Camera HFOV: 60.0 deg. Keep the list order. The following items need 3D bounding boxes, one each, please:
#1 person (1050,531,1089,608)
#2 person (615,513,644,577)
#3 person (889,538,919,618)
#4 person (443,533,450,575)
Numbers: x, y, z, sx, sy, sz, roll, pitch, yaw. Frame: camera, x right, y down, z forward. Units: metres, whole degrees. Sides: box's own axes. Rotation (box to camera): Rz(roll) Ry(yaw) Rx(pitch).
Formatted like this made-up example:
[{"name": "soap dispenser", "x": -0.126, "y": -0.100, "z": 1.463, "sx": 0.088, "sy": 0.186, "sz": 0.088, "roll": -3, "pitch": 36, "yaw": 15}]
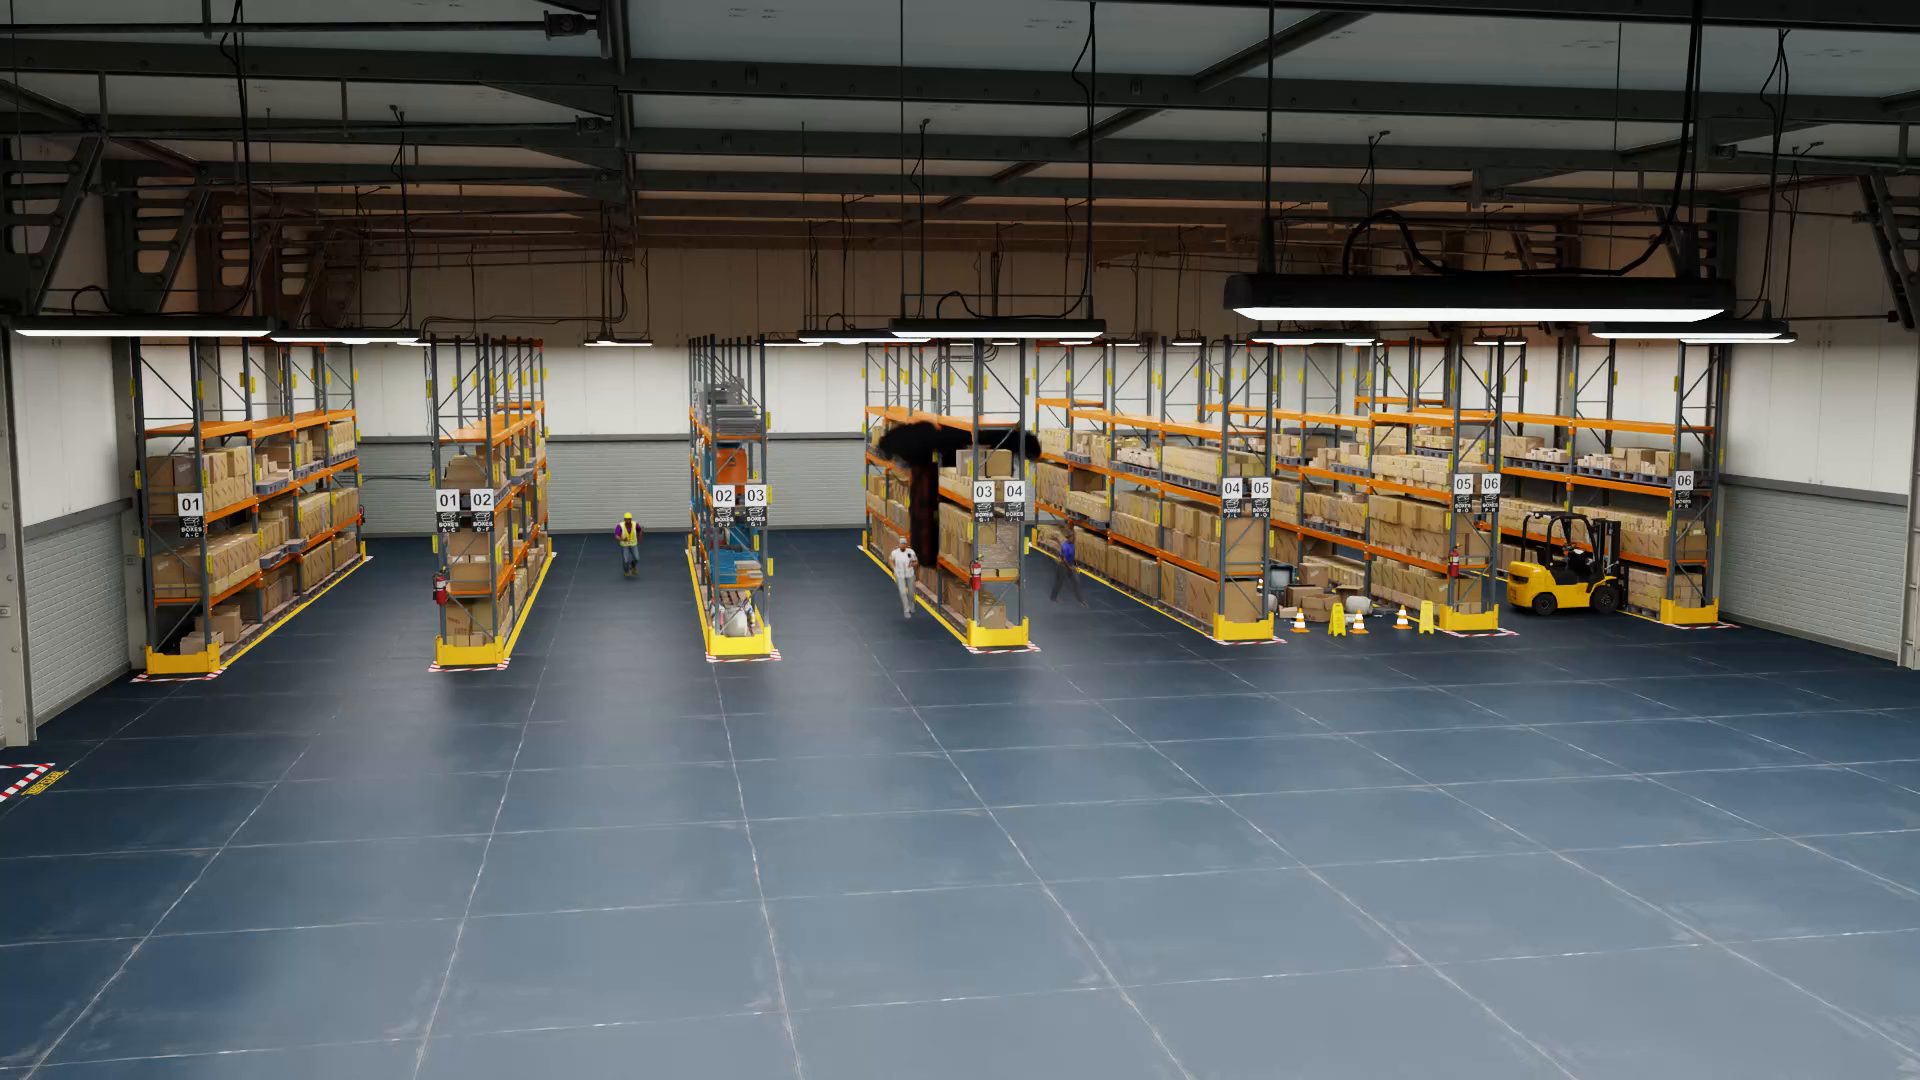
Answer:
[{"name": "person", "x": 2.324, "y": 0.631, "z": 36.110, "sx": 0.852, "sy": 1.672, "sz": 0.549, "roll": 7, "pitch": 9, "yaw": 45}, {"name": "person", "x": -8.285, "y": 0.129, "z": 41.707, "sx": 0.725, "sy": 1.653, "sz": 0.831, "roll": -2, "pitch": 7, "yaw": -20}, {"name": "person", "x": -1.155, "y": 0.758, "z": 34.480, "sx": 0.597, "sy": 1.627, "sz": 0.880, "roll": -1, "pitch": 7, "yaw": -9}, {"name": "person", "x": -12.922, "y": 0.074, "z": 42.203, "sx": 0.656, "sy": 1.653, "sz": 0.787, "roll": -2, "pitch": 7, "yaw": -20}]
